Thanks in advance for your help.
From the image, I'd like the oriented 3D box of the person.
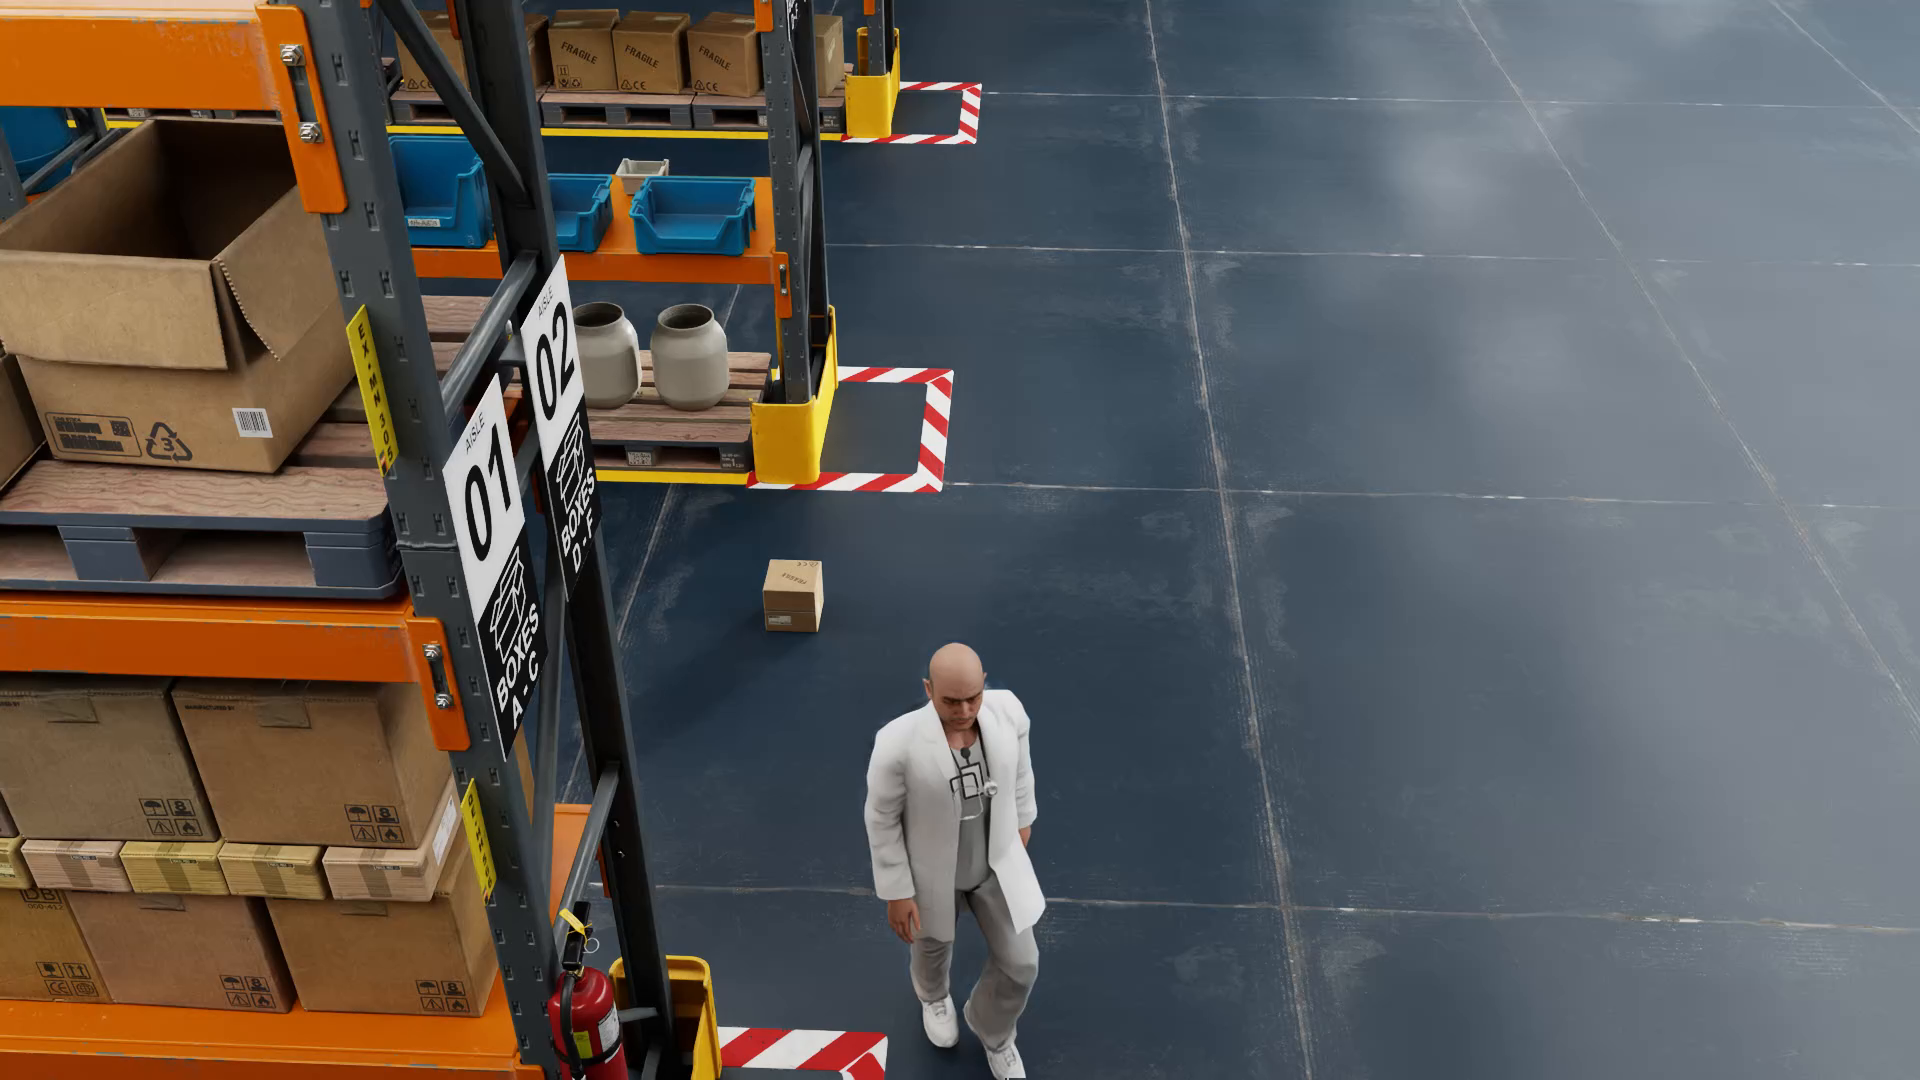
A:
[{"bbox_3d":[0.000,1.099,5.580,0.637,1.838,0.589,-11,37,-16],"label":"person"}]
